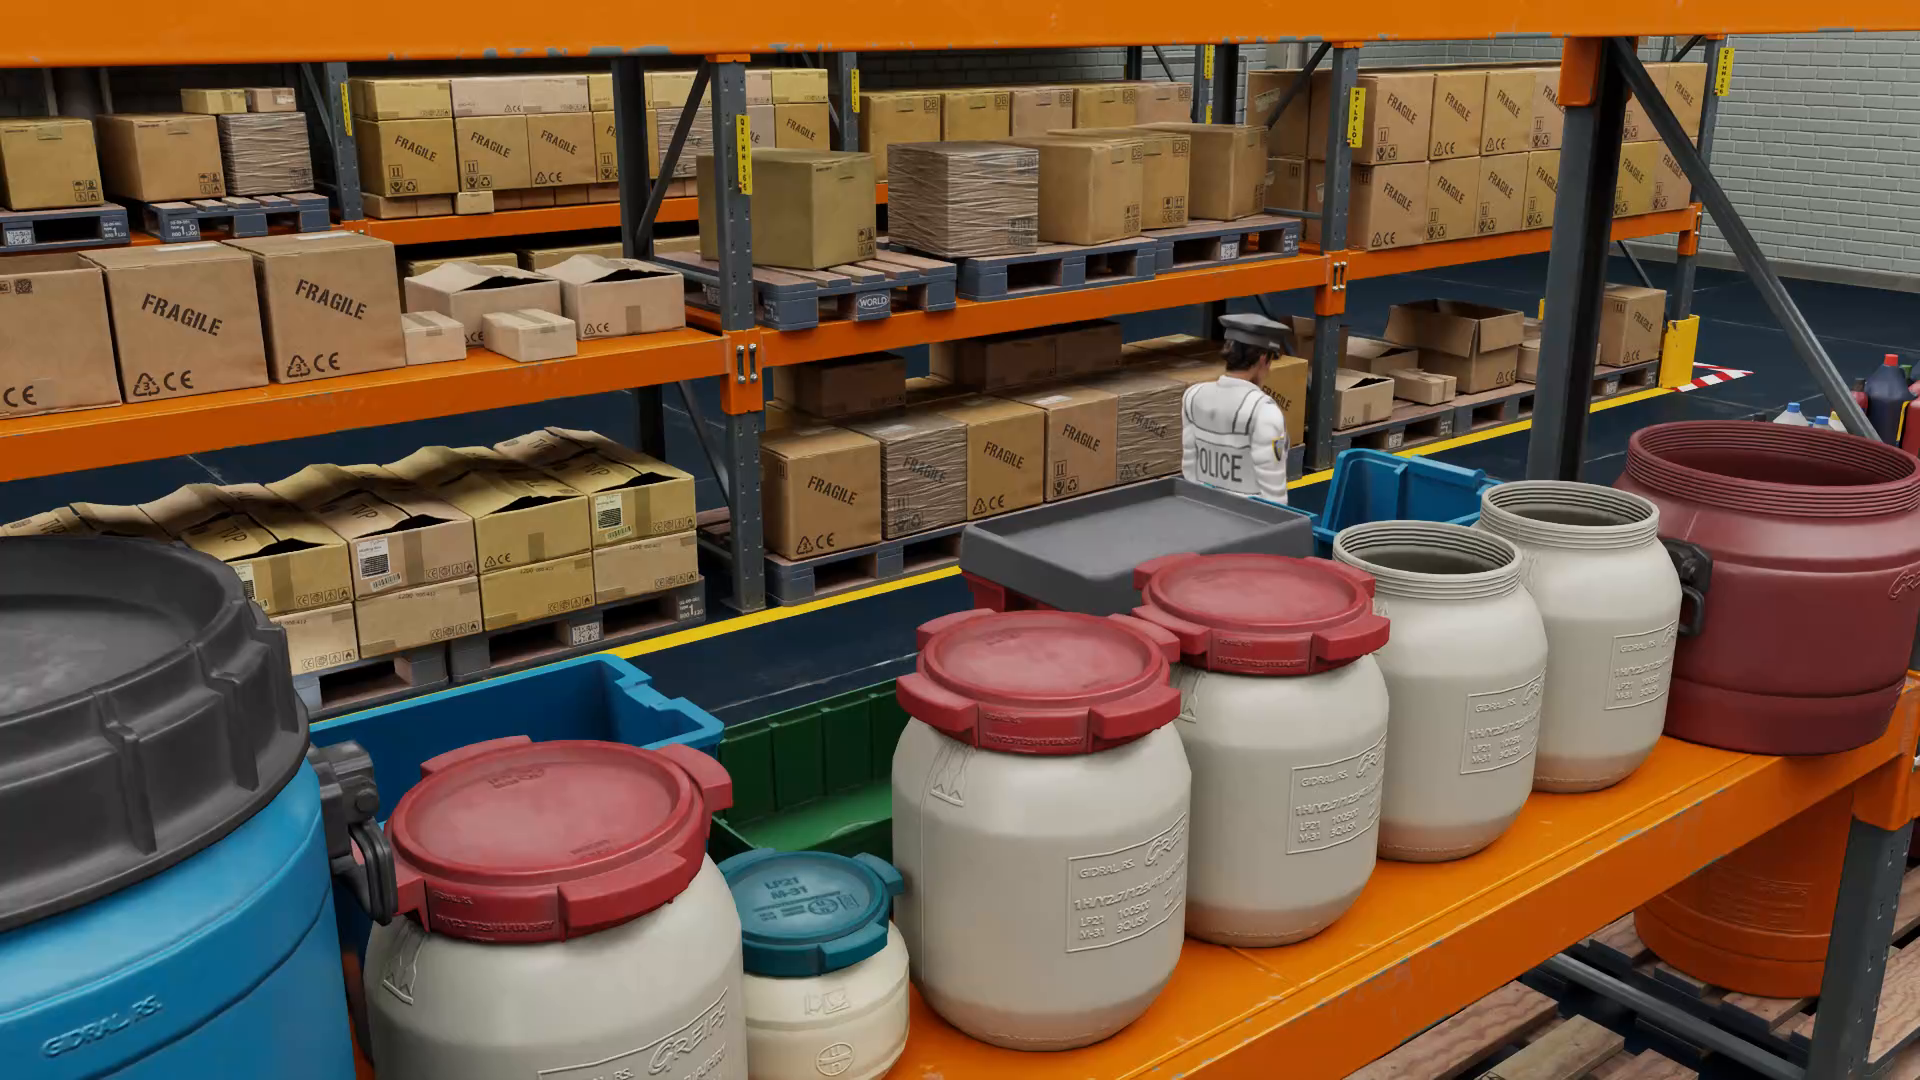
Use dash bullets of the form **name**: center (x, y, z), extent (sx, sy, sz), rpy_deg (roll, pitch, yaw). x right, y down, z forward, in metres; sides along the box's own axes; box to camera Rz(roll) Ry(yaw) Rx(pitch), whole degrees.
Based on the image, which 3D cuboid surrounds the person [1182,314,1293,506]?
- **person**: center (0.997, 0.003, 6.076), extent (0.352, 1.659, 0.479), rpy_deg (-13, 22, -35)
